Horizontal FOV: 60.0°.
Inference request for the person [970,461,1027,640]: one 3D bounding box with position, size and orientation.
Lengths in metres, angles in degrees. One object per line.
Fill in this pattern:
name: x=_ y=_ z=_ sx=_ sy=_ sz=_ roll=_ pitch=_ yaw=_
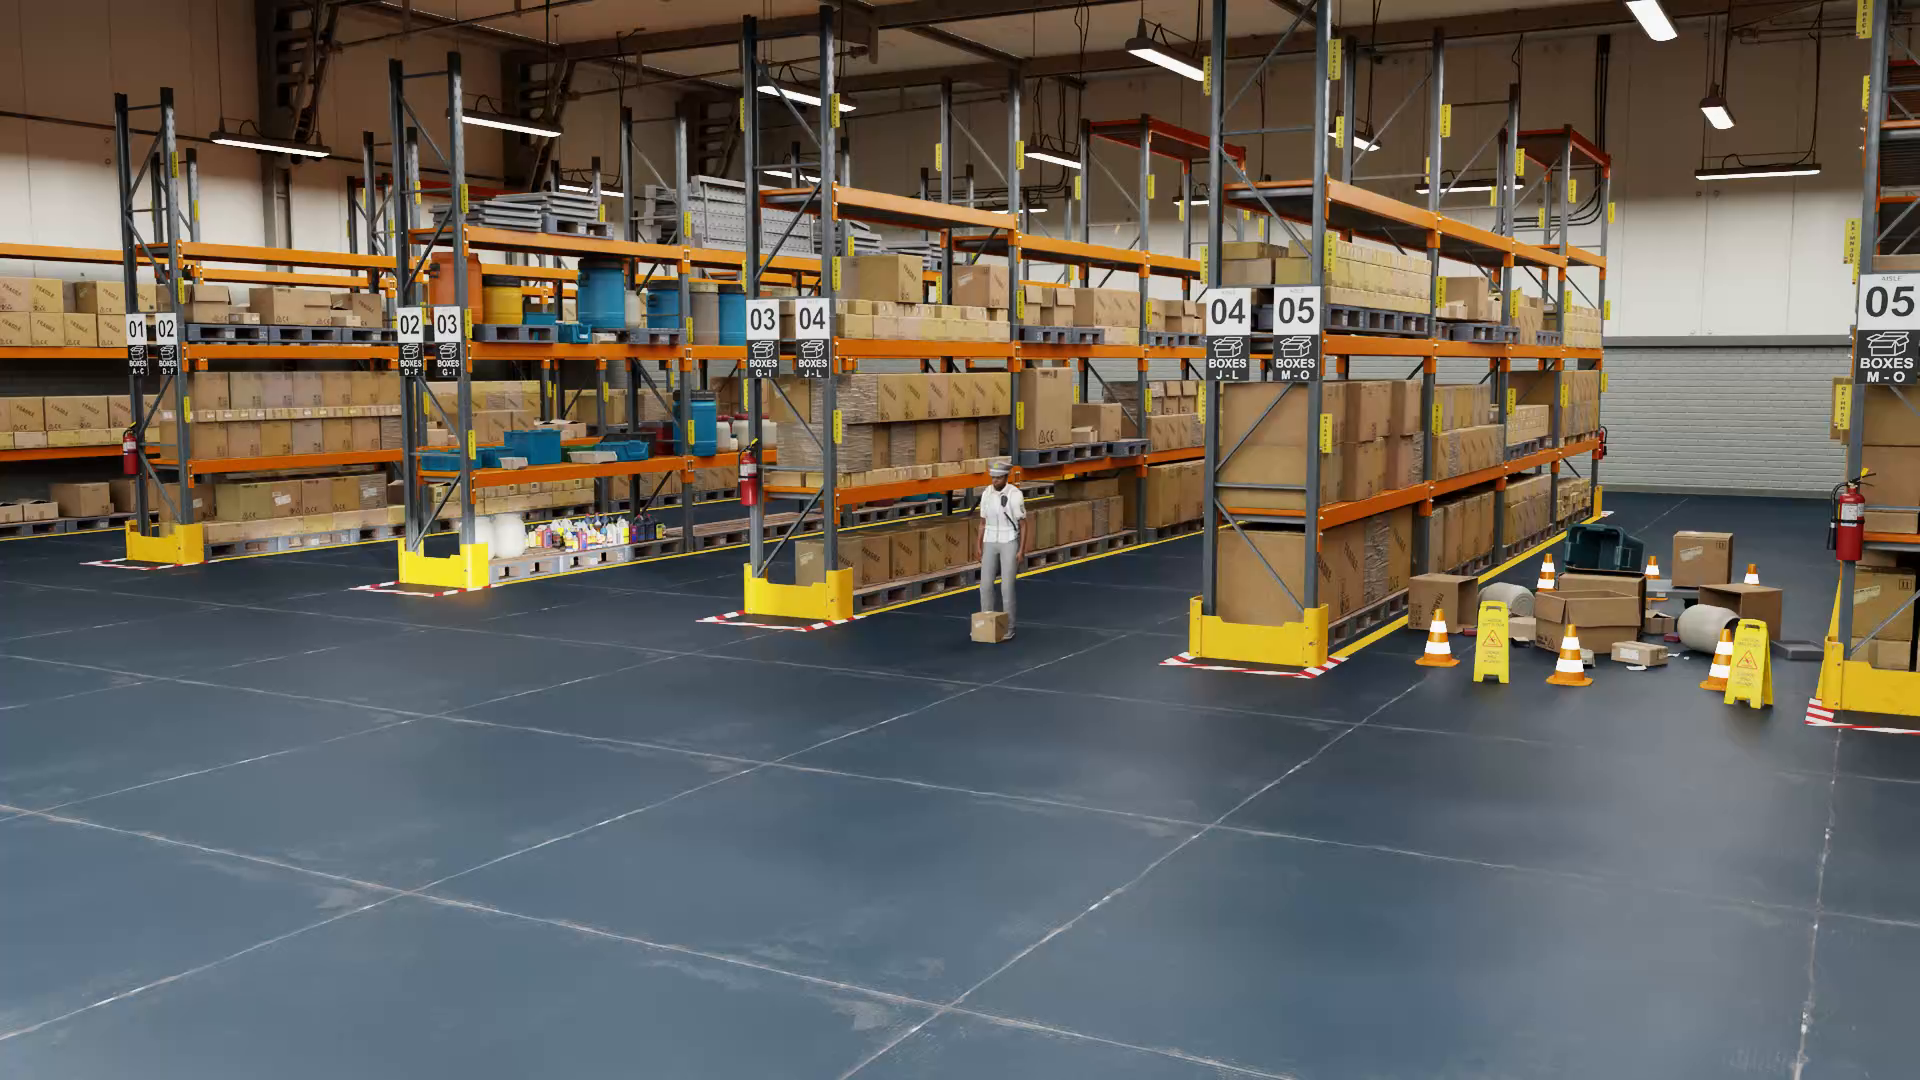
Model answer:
person: x=0.373 y=0.086 z=15.568 sx=0.517 sy=1.657 sz=0.417 roll=3 pitch=7 yaw=28
